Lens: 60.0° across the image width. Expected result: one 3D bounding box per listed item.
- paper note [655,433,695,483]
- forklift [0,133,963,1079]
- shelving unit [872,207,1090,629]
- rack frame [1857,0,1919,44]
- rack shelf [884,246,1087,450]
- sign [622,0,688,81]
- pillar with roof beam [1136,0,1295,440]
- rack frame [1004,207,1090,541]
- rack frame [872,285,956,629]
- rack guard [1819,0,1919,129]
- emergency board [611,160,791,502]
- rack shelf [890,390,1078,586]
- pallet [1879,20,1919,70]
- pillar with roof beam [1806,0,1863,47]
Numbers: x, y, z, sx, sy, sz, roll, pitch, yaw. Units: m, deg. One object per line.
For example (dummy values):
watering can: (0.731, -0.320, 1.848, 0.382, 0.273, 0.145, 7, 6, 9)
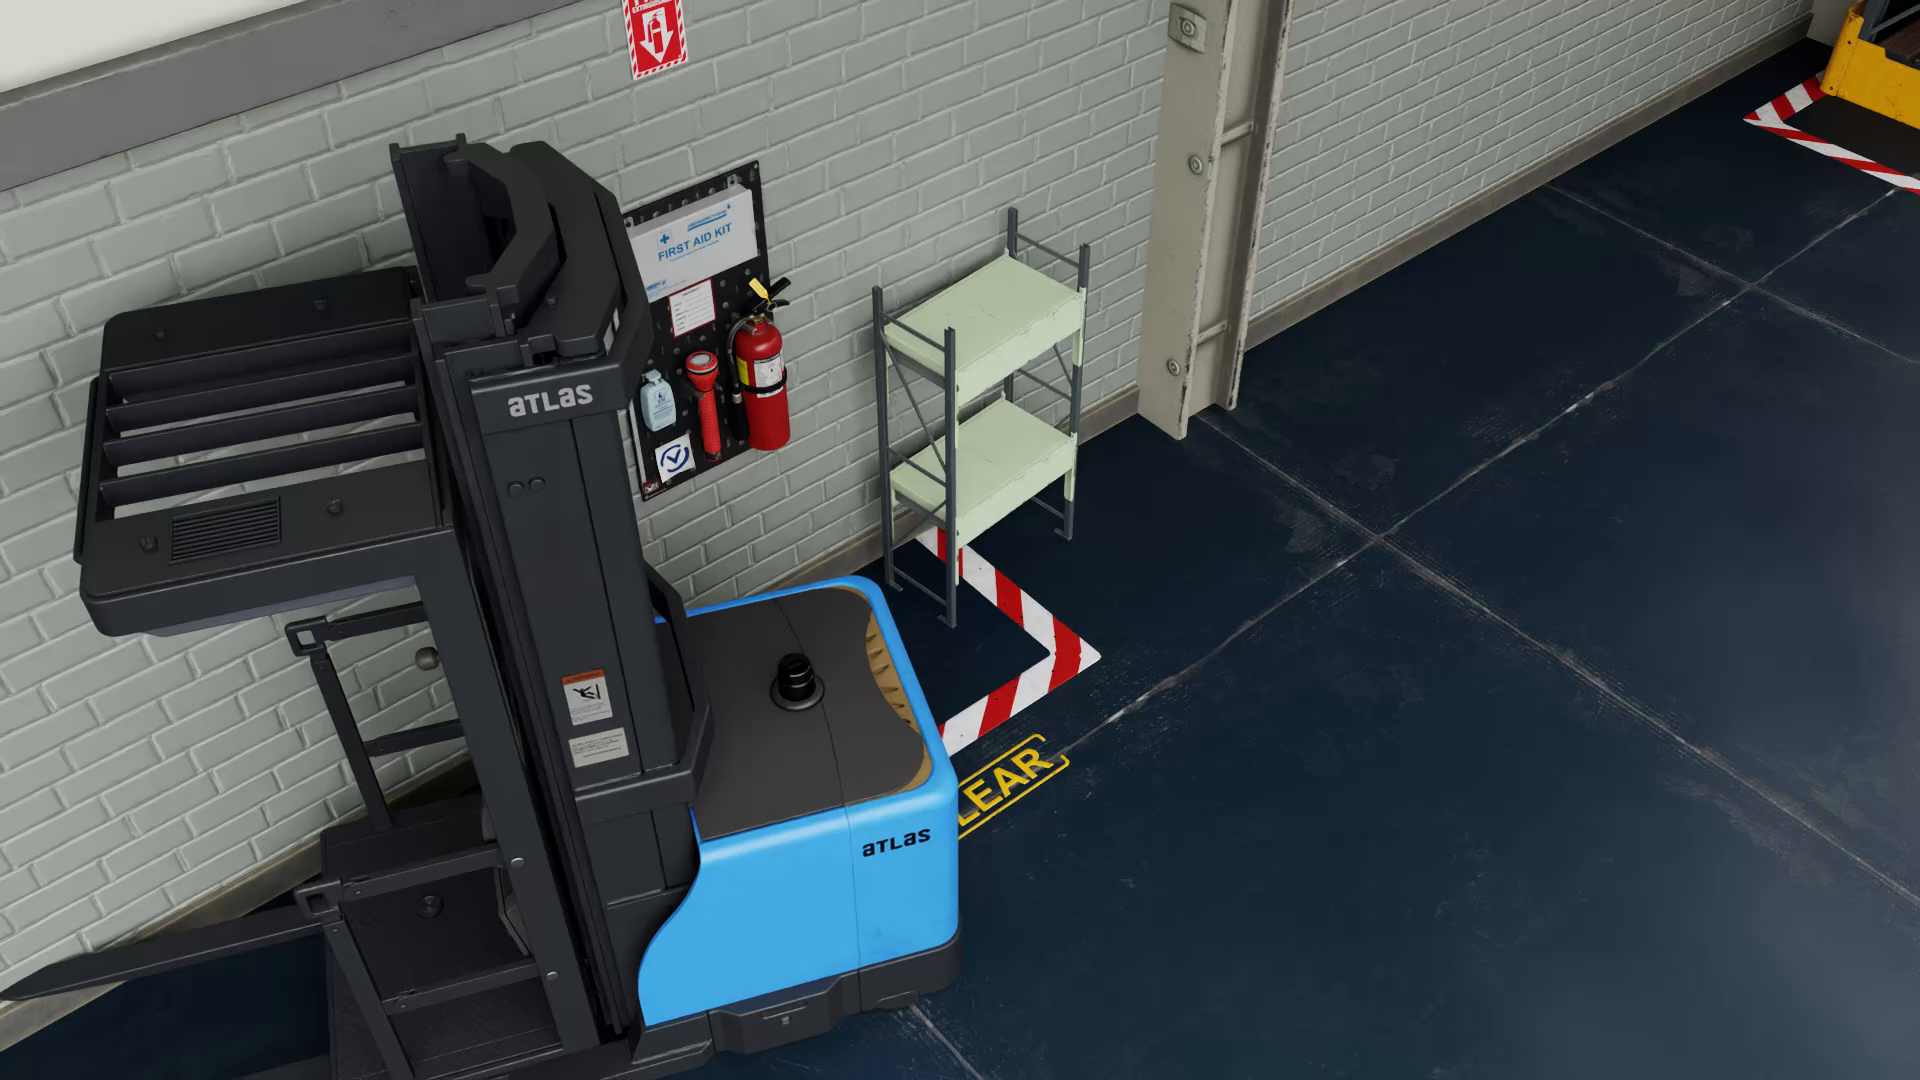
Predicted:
paper note: (-1.030, -0.297, 6.019, 0.142, 0.148, 0.016, -30, 51, -28)
forklift: (-1.566, 0.436, 4.645, 3.031, 2.935, 1.130, -12, 45, -13)
shelving unit: (0.085, -0.462, 6.646, 0.431, 1.500, 0.755, 33, 52, 30)
rack frame: (5.691, -3.599, 8.891, 0.127, 3.000, 1.000, -30, 51, -28)
rack shelf: (0.085, -0.746, 6.379, 0.431, 0.370, 0.720, 33, 52, 30)
sign: (-0.920, -1.553, 5.020, 0.199, 0.298, 0.001, -30, 51, -28)
pillar with roof beam: (3.832, -1.651, 2.435, 0.400, 9.000, 9.100, -30, 51, -28)
rack frame: (0.337, -0.643, 6.839, 0.400, 1.500, 0.023, 33, 52, 30)
rack frame: (-0.168, -0.280, 6.453, 0.400, 1.500, 0.023, 33, 52, 30)
rack guard: (5.749, -2.721, 9.782, 0.348, 0.500, 1.175, -30, 51, -28)
emergency board: (-0.850, -0.660, 5.761, 0.643, 1.169, 0.194, -30, 51, -28)
rack shelf: (0.085, -0.224, 6.869, 0.431, 0.370, 0.720, 33, 52, 30)
pallet: (6.395, -2.954, 10.241, 1.213, 0.211, 1.003, -30, 51, -28)
pillar with roof beam: (8.435, -4.287, 5.241, 0.400, 9.000, 9.100, -30, 51, -28)
